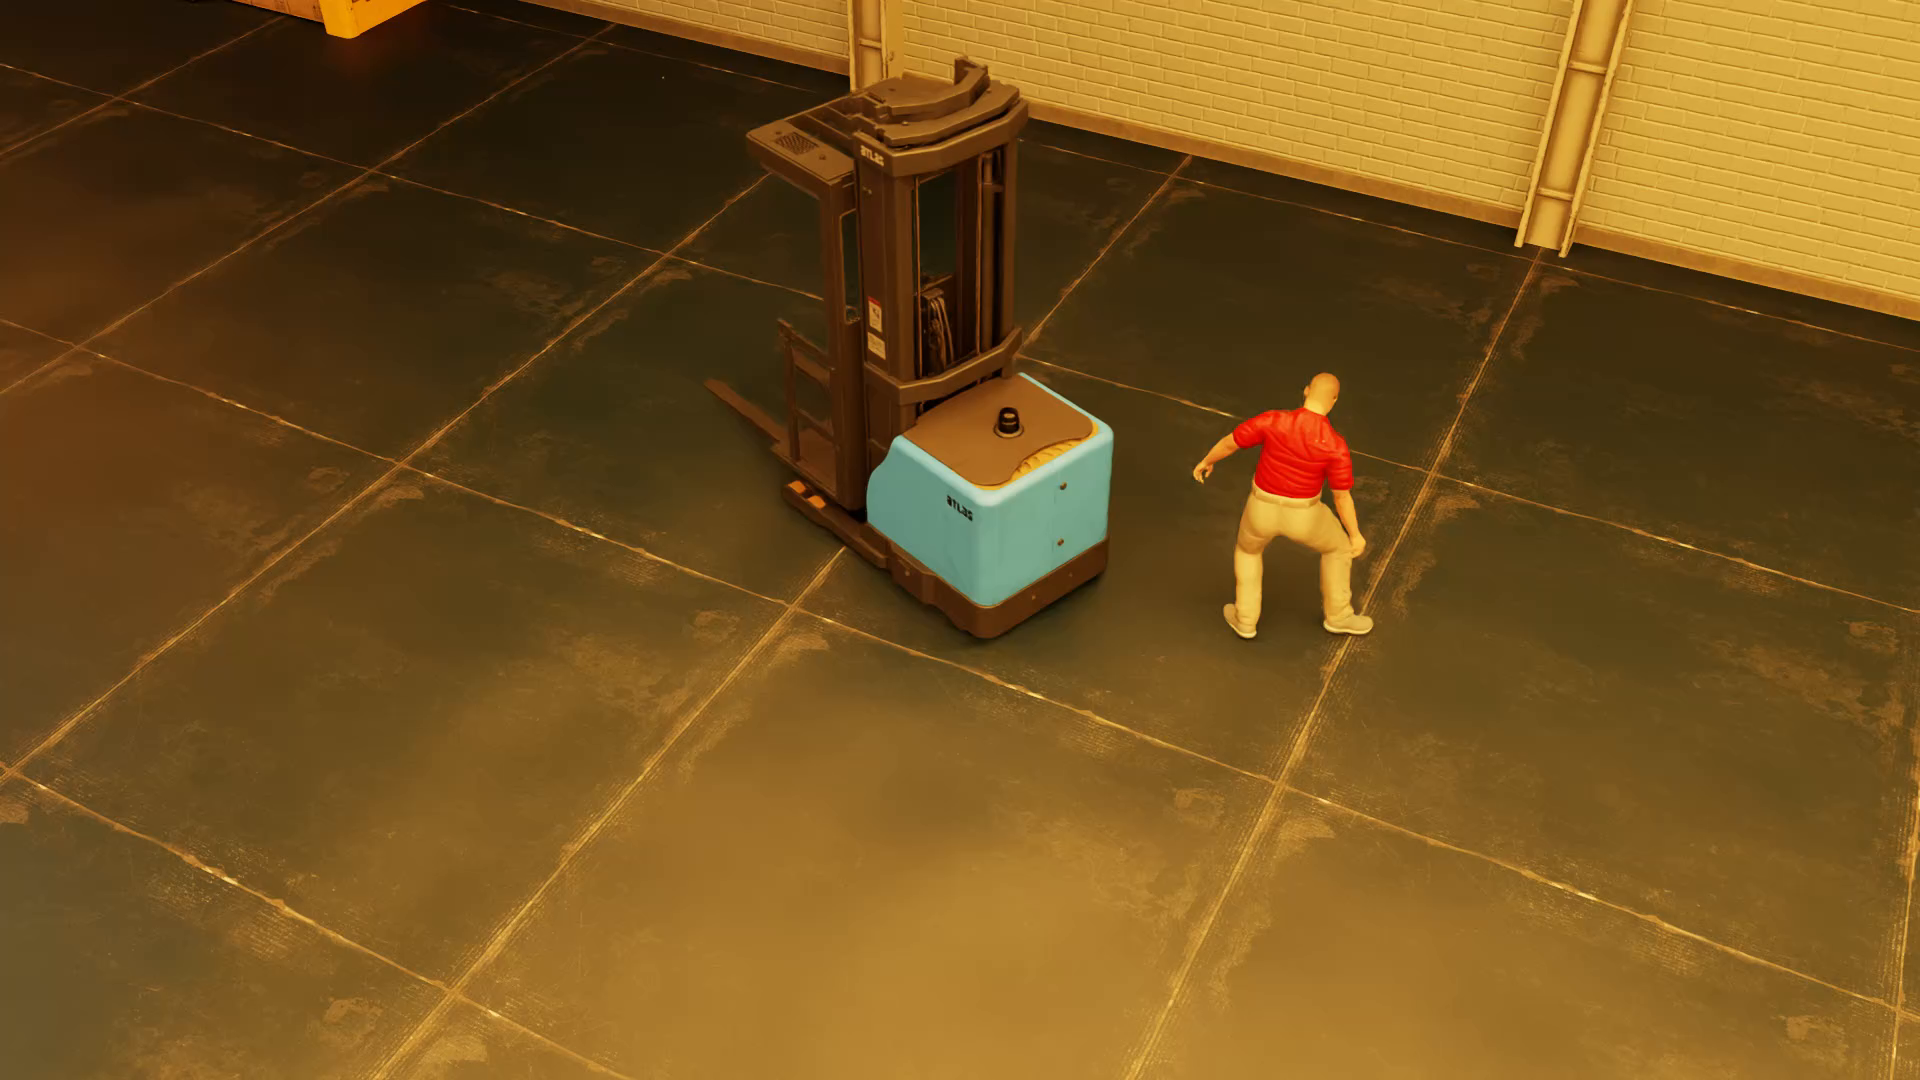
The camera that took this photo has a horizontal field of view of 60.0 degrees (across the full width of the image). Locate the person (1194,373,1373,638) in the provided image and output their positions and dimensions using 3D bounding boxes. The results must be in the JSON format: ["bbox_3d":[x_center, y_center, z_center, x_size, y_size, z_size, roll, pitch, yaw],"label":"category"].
[{"bbox_3d":[1.823,-0.157,9.194,1.124,1.671,0.474,14,42,16],"label":"person"}]

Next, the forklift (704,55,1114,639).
[{"bbox_3d":[-0.471,-1.428,9.682,1.130,2.935,3.031,-30,48,-31],"label":"forklift"}]
